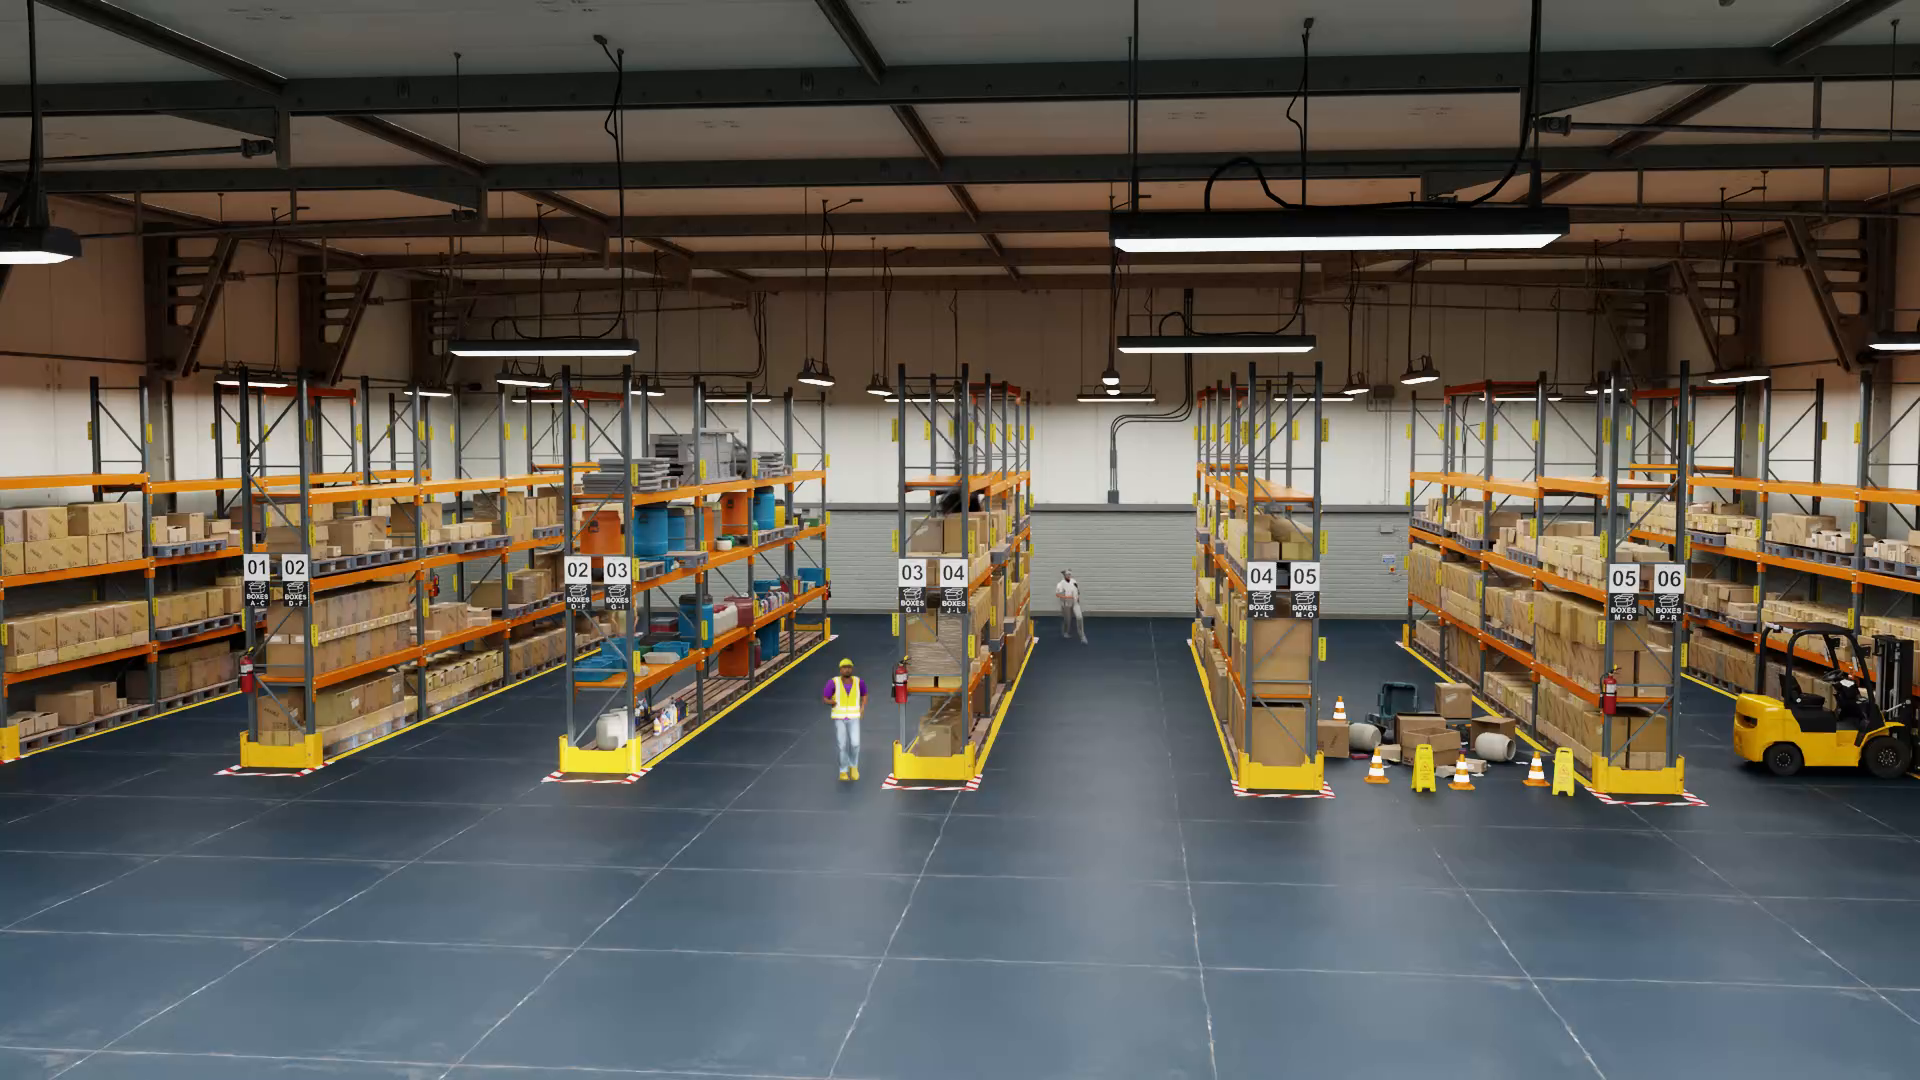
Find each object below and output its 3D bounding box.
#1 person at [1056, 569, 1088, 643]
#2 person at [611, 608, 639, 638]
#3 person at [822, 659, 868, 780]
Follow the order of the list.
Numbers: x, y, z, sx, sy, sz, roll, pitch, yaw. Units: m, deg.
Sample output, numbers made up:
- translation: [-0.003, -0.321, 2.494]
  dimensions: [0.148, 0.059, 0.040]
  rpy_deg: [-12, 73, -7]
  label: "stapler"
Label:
- translation: [2.602, 1.567, 40.036]
  dimensions: [0.682, 1.776, 0.921]
  rpy_deg: [-1, 4, -22]
  label: "person"
- translation: [-7.040, 1.950, 34.910]
  dimensions: [0.567, 1.641, 0.563]
  rpy_deg: [0, 4, -7]
  label: "person"
- translation: [-1.641, 2.589, 23.987]
  dimensions: [0.687, 1.748, 0.582]
  rpy_deg: [-1, 4, -10]
  label: "person"
